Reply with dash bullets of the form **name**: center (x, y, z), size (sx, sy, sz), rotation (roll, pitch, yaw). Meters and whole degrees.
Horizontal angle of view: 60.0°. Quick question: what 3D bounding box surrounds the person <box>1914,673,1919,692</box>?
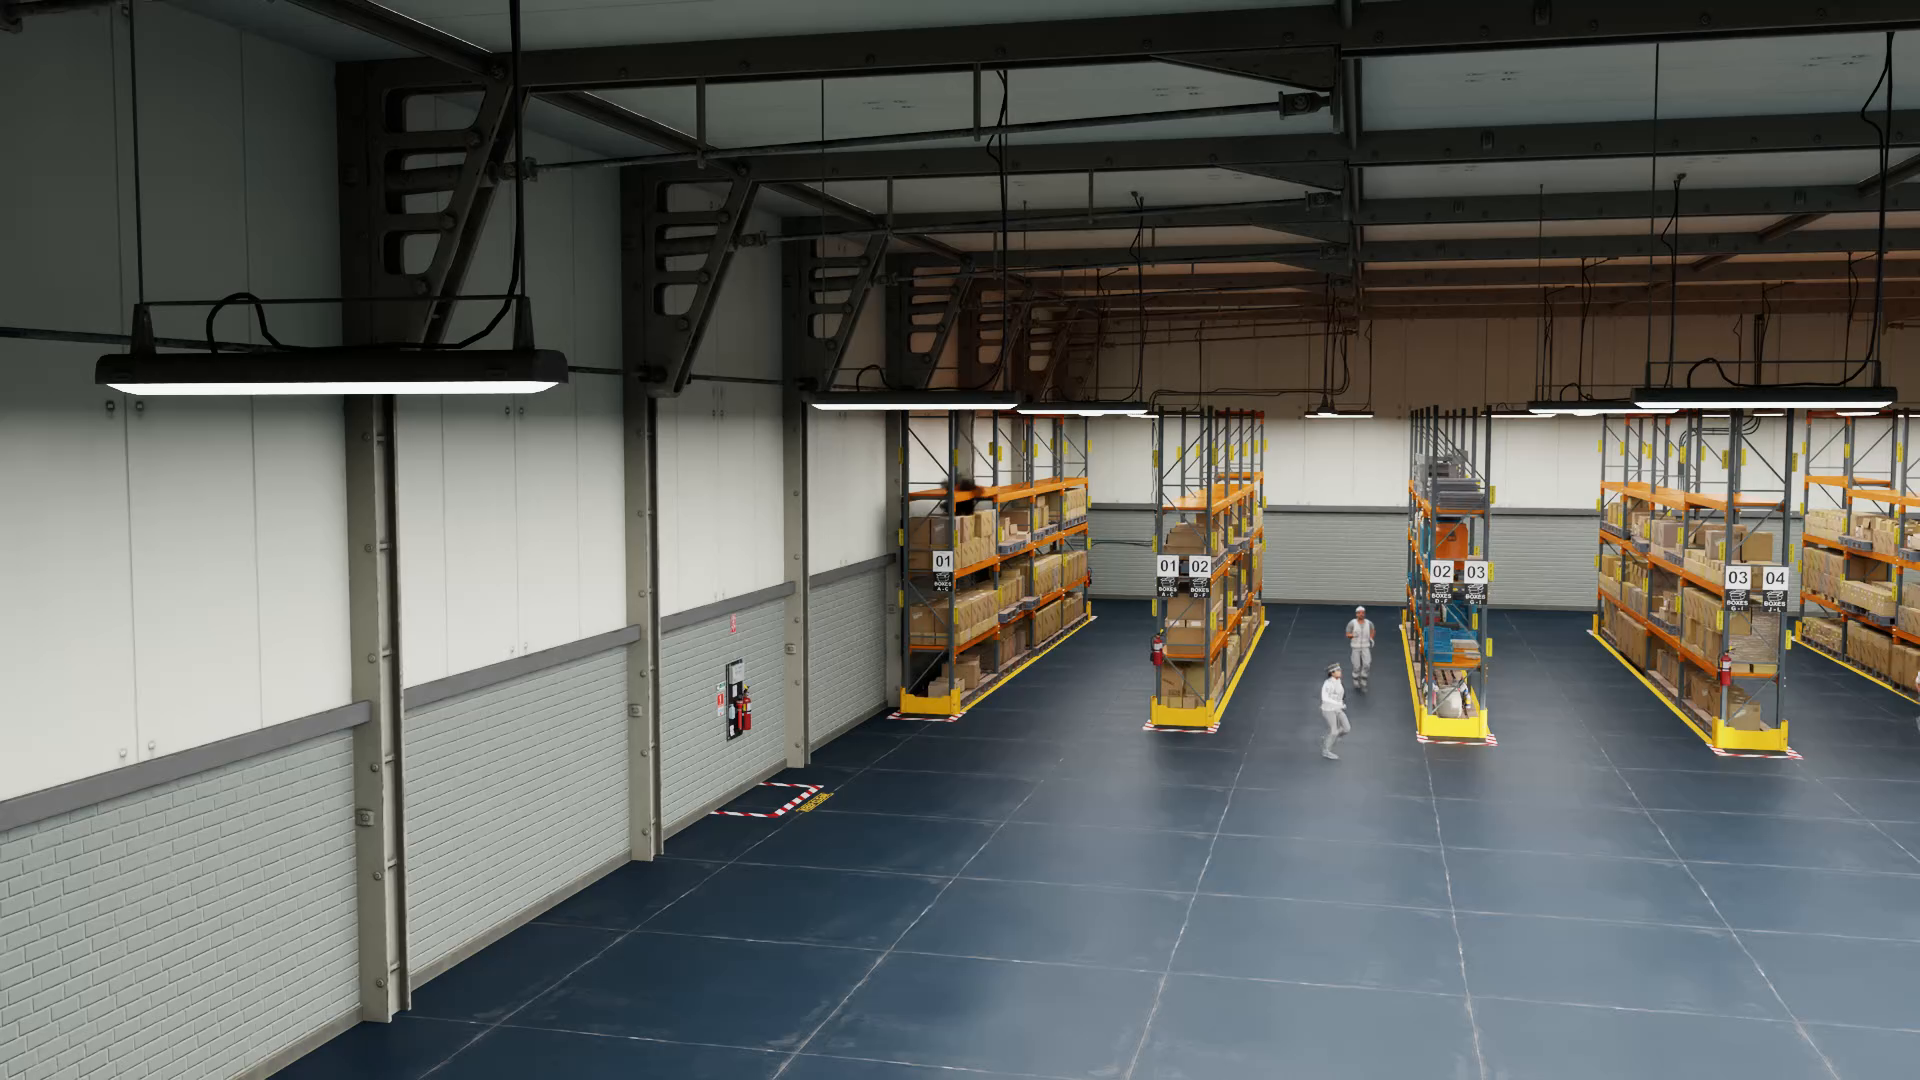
- **person**: center (16.938, 2.799, 28.882), size (0.657, 1.756, 0.758), rotation (0, 4, -5)

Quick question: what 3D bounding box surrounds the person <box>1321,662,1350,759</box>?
- **person**: center (6.341, 2.883, 28.118), size (0.516, 1.653, 0.624), rotation (4, 6, 42)

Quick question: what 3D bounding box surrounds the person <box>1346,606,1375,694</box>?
- **person**: center (8.457, 2.314, 35.073), size (0.632, 1.824, 0.705), rotation (0, 4, 6)
